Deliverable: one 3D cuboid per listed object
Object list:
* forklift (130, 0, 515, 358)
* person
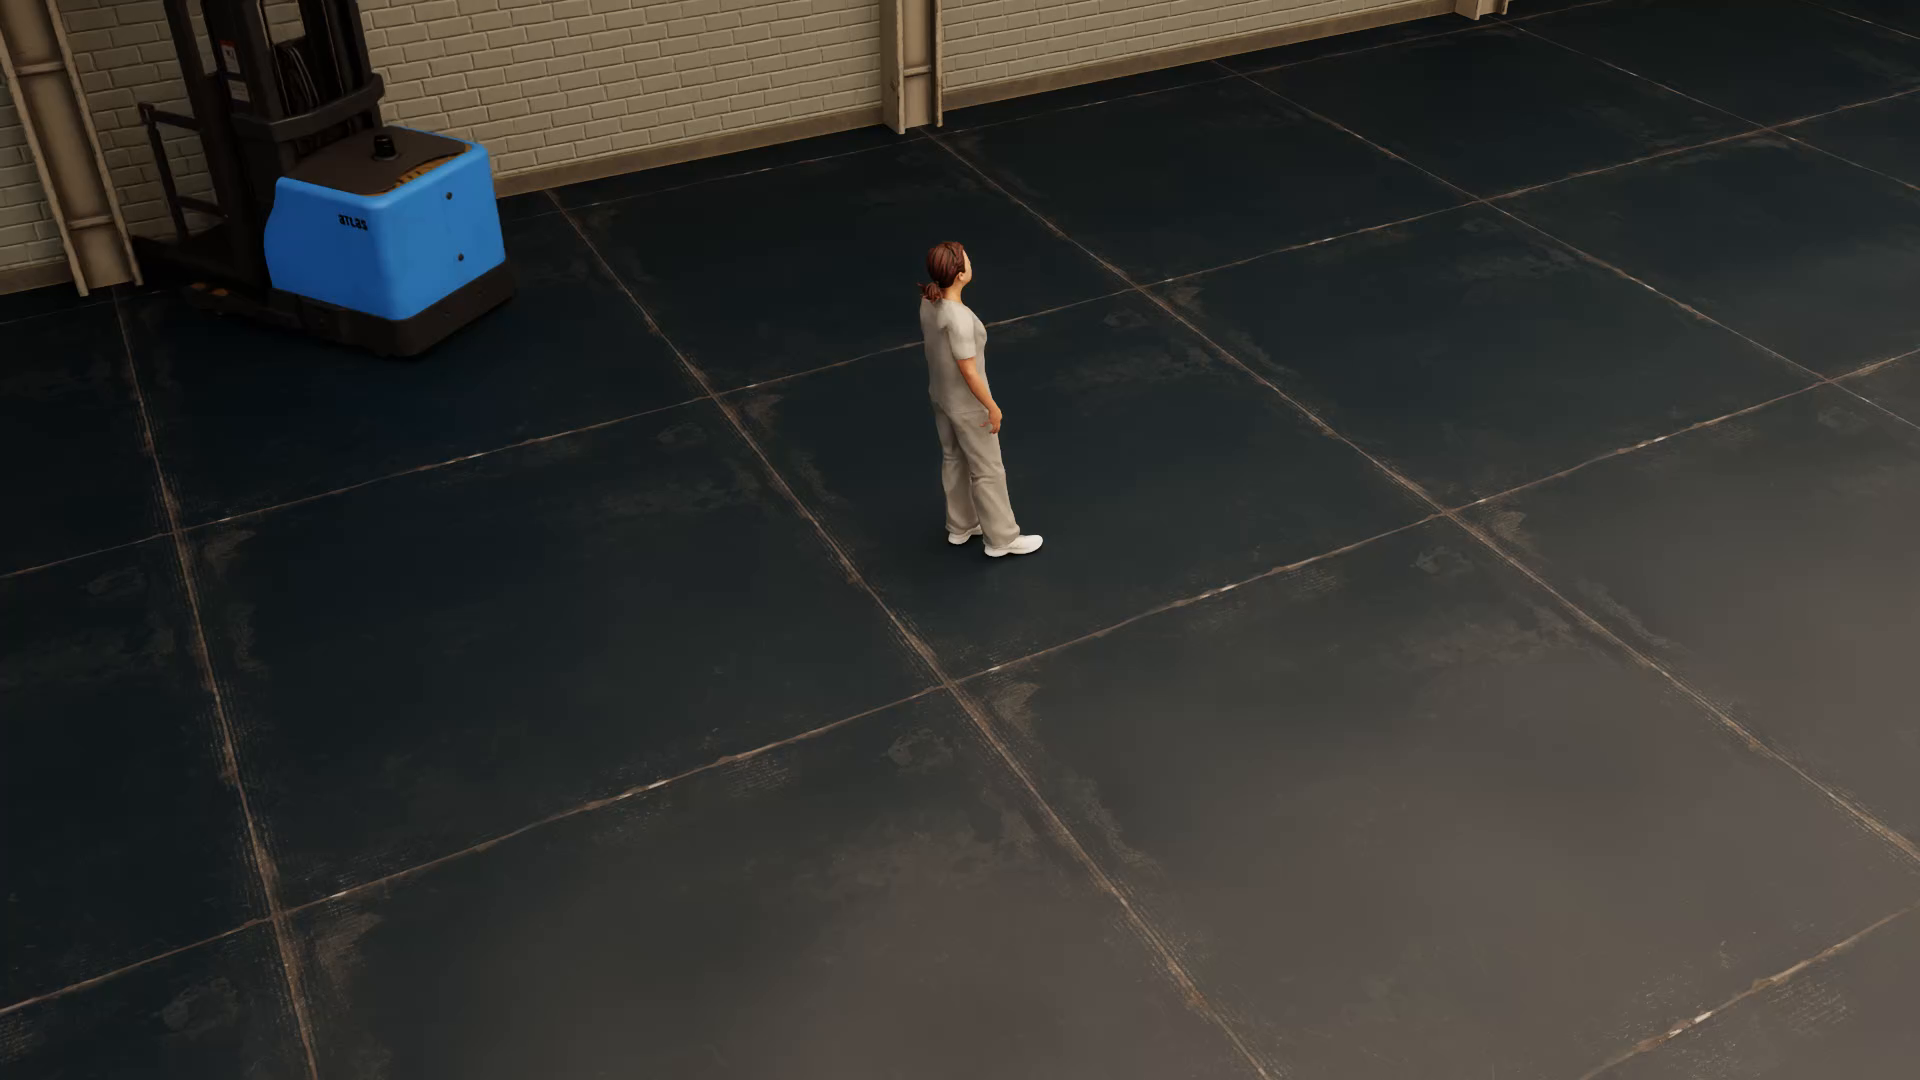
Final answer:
[{"bbox_3d":[-4.449,-2.898,10.222,3.031,2.935,1.130,16,38,22],"label":"forklift"},{"bbox_3d":[0.072,-0.697,8.198,0.548,1.656,0.549,-17,39,-23],"label":"person"}]
